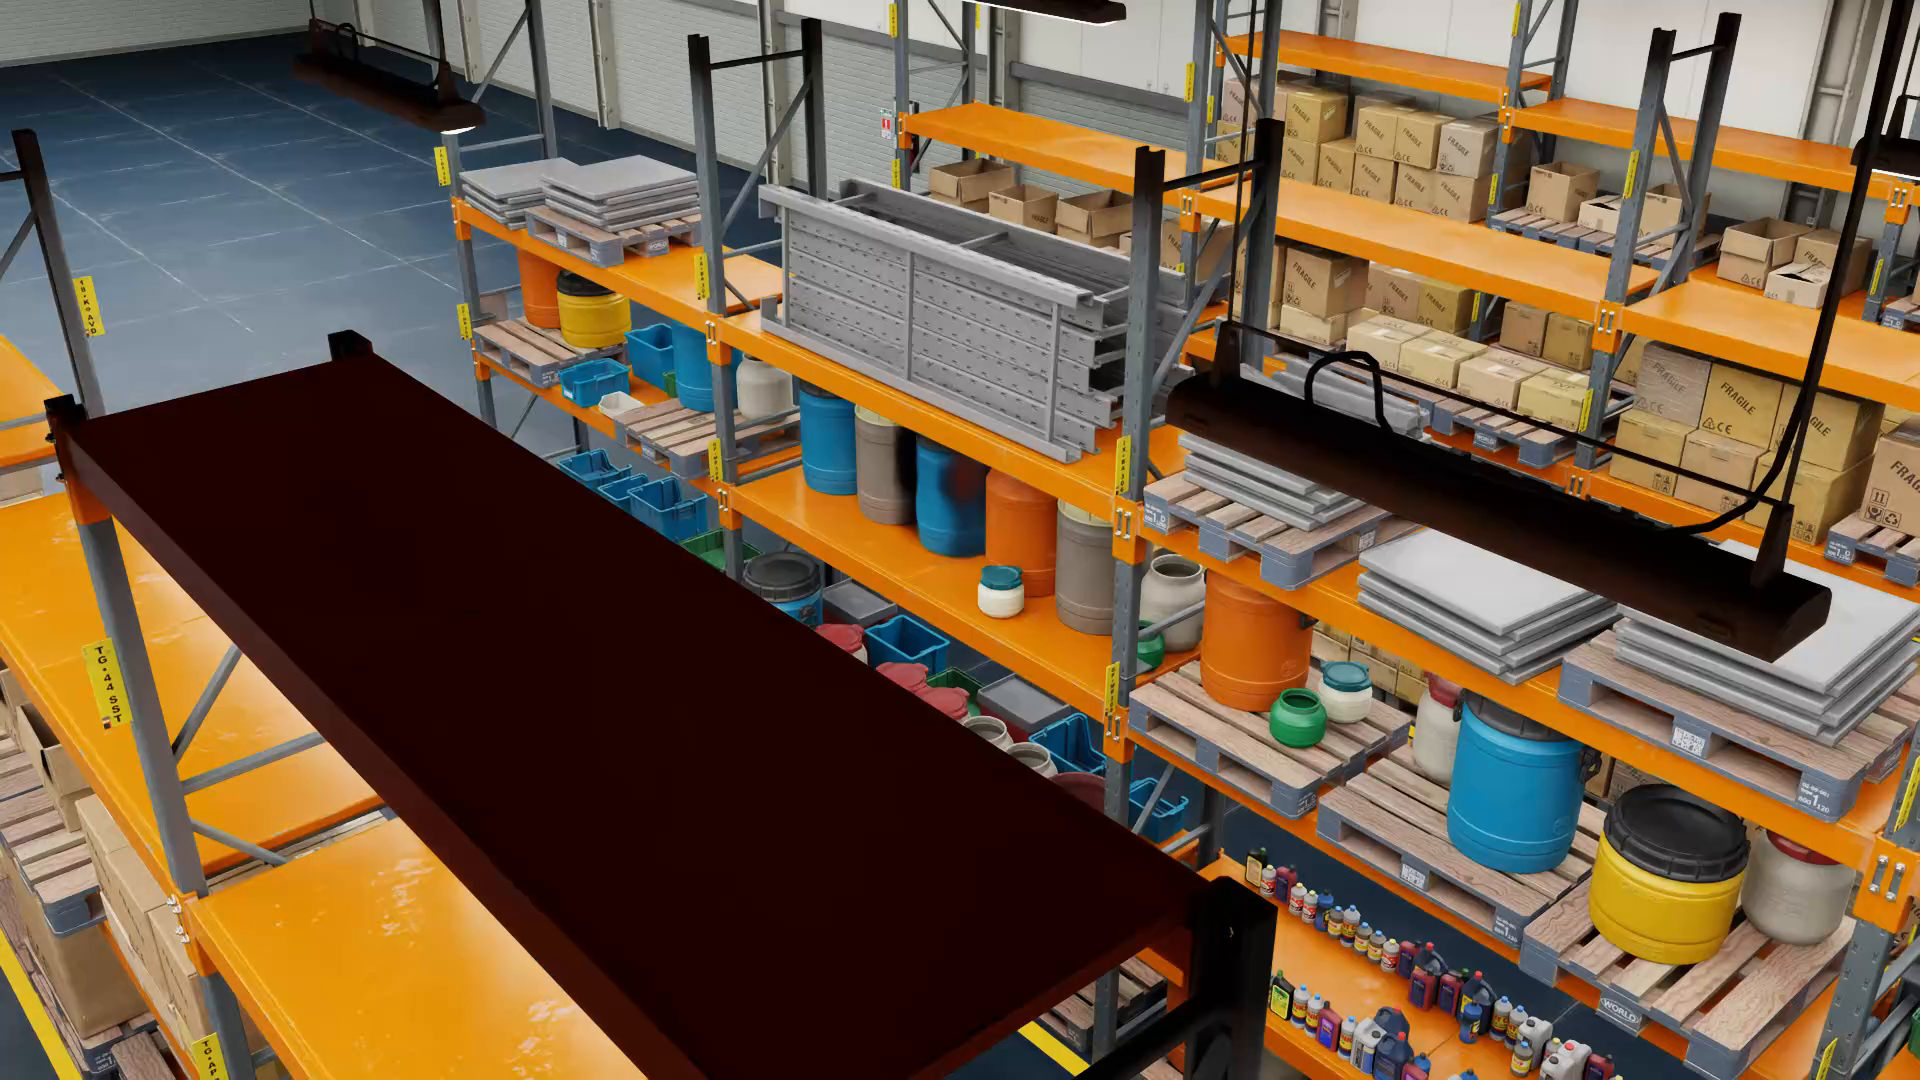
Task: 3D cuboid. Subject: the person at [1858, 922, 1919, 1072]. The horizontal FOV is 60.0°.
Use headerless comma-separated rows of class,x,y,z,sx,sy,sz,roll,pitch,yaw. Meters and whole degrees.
person,5.898,2.762,10.241,1.028,1.724,0.594,22,34,36
